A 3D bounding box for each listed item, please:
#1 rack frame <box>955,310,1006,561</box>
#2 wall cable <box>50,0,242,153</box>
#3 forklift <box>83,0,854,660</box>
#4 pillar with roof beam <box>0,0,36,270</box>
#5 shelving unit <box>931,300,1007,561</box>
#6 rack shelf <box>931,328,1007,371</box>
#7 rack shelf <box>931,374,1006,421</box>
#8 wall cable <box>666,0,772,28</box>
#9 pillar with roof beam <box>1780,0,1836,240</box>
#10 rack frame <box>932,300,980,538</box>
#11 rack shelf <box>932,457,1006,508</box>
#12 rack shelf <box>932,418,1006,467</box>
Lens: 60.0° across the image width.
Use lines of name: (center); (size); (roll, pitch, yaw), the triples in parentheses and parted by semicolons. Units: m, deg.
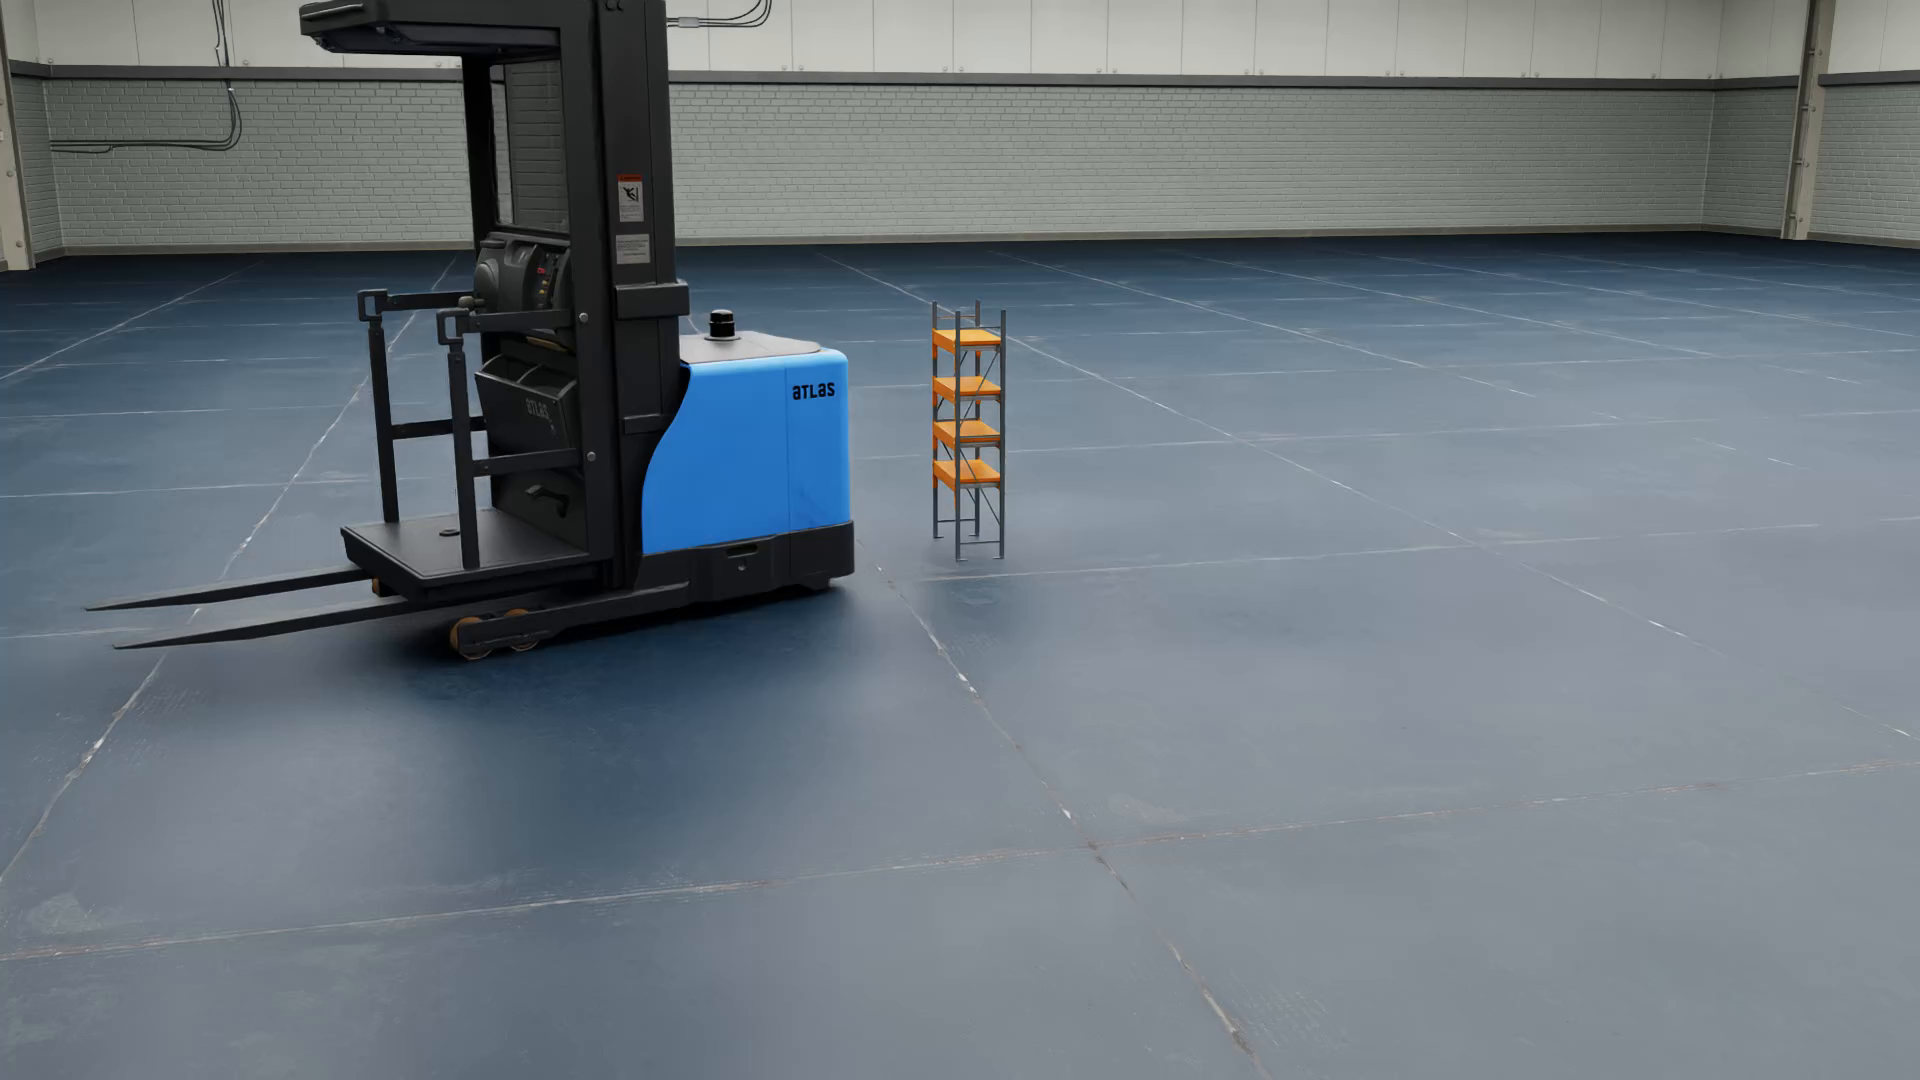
rack frame: (0.096, -0.488, 7.898); (0.240, 1.200, 0.015); (-3, 14, -13)
wall cable: (-13.713, -7.747, 27.718); (3.097, 2.526, 0.112); (-3, 14, -13)
forklift: (-1.973, -1.097, 6.742); (3.031, 2.935, 1.130); (-10, 17, -35)
pillar with roof beam: (-10.122, -8.742, 25.249); (9.100, 9.000, 0.400); (-3, 14, -13)
shelving unit: (0.039, -0.545, 8.128); (0.258, 1.200, 0.503); (-3, 14, -13)
rack shelf: (0.039, -0.926, 8.035); (0.258, 0.148, 0.480); (-3, 14, -13)
rack shelf: (0.039, -0.697, 8.091); (0.258, 0.148, 0.480); (-3, 14, -13)
wall cable: (-4.481, -11.433, 29.097); (2.305, 6.003, 0.169); (-3, 14, -13)
pillar with roof beam: (12.128, -10.018, 30.471); (9.100, 9.000, 0.400); (-3, 14, -13)
rack frame: (-0.018, -0.601, 8.359); (0.240, 1.200, 0.015); (-3, 14, -13)
rack shelf: (0.039, -0.286, 8.191); (0.258, 0.148, 0.480); (-3, 14, -13)
rack shelf: (0.039, -0.479, 8.144); (0.258, 0.148, 0.480); (-3, 14, -13)
